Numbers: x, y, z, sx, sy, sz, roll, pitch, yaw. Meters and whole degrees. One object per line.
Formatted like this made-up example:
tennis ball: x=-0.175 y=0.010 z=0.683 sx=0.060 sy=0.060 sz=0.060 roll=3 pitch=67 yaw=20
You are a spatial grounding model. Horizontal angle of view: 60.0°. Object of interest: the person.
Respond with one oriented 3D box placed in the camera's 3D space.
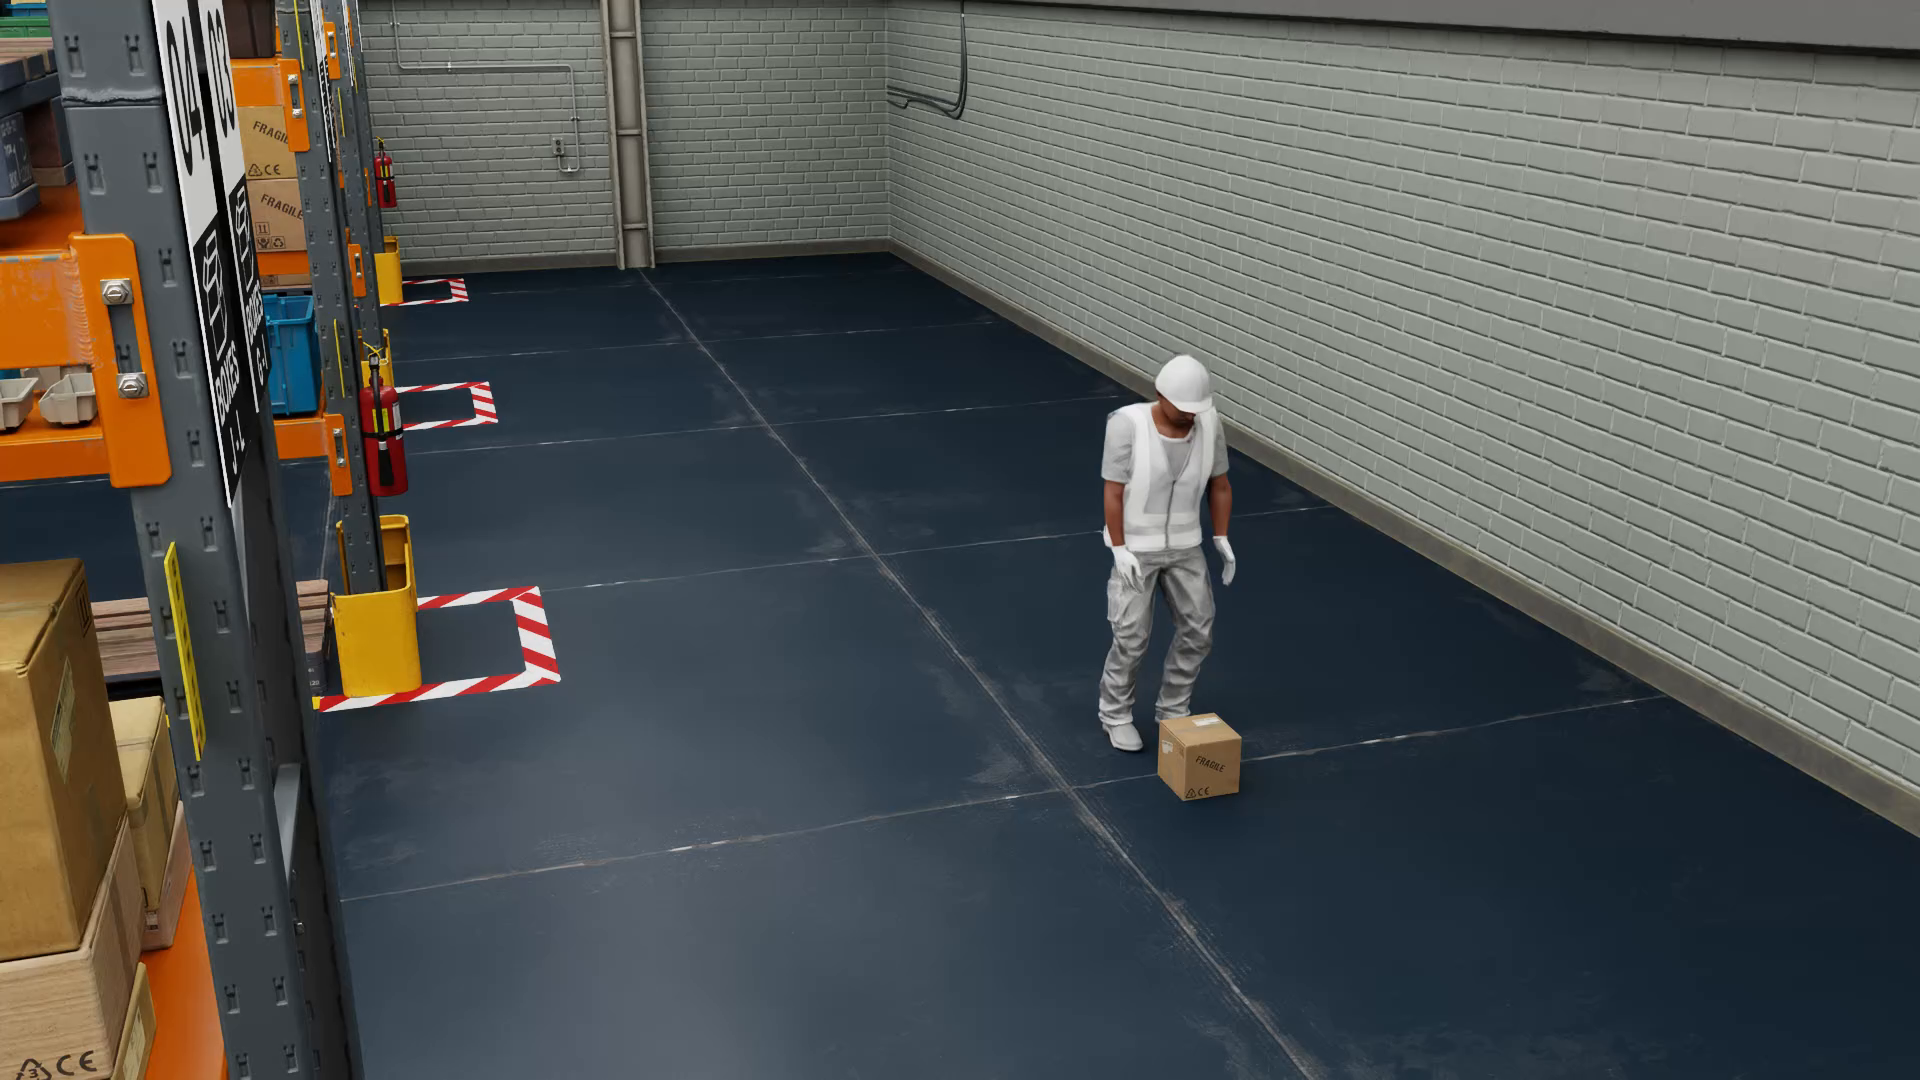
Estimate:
person: x=0.866 y=0.045 z=7.005 sx=0.576 sy=1.721 sz=0.477 roll=-6 pitch=20 yaw=-16
